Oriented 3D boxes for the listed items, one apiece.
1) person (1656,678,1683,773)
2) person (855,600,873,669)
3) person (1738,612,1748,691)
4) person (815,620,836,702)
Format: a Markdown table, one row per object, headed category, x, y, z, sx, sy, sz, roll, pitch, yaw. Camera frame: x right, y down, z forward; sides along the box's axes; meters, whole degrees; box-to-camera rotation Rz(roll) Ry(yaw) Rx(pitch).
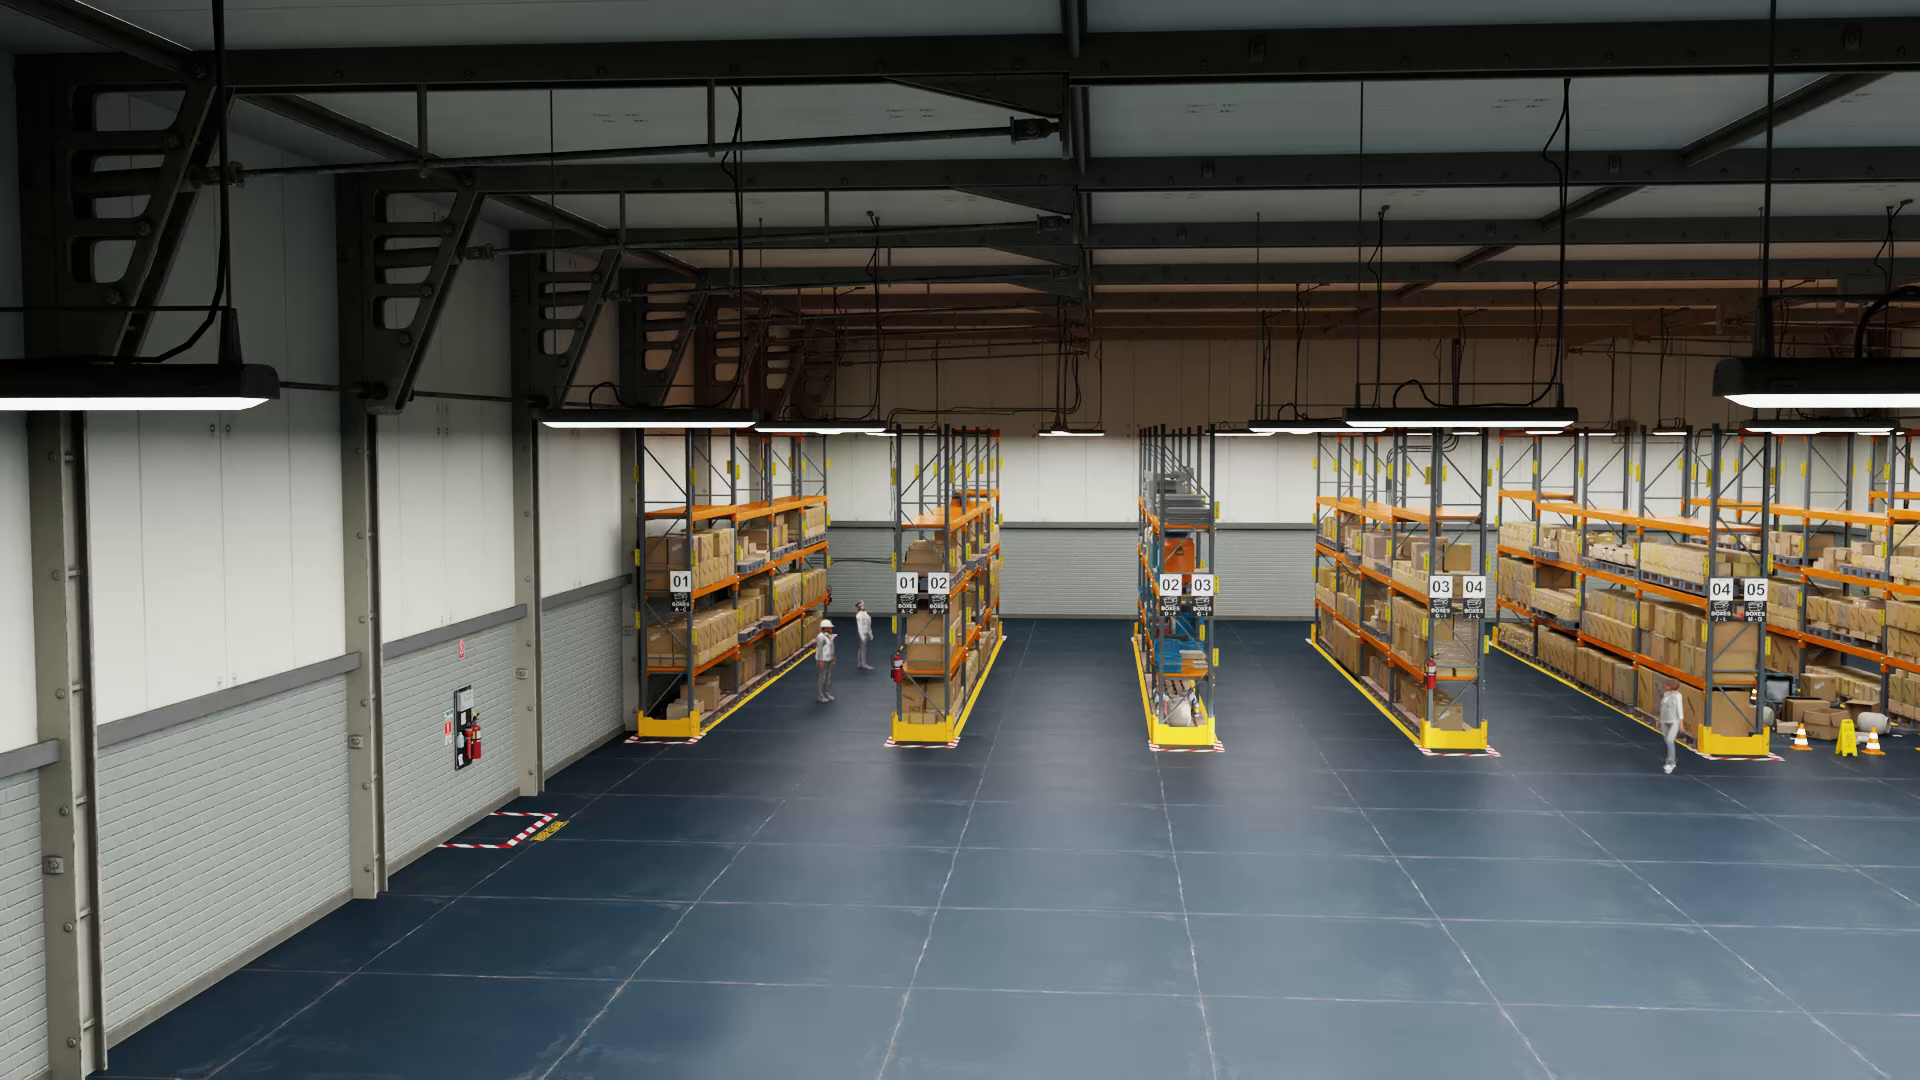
| category | x | y | z | sx | sy | sz | roll | pitch | yaw |
| --- | --- | --- | --- | --- | --- | --- | --- | --- | --- |
| person | 12.237 | 3.188 | 28.648 | 0.504 | 1.641 | 0.494 | -3 | 4 | -37 |
| person | -2.395 | 2.355 | 41.570 | 0.485 | 1.699 | 0.521 | 1 | 4 | 11 |
| person | 17.736 | 2.528 | 37.717 | 0.618 | 1.822 | 0.542 | 0 | 4 | -7 |
| person | -2.949 | 2.627 | 36.292 | 0.405 | 1.791 | 0.569 | 1 | 4 | 16 |
